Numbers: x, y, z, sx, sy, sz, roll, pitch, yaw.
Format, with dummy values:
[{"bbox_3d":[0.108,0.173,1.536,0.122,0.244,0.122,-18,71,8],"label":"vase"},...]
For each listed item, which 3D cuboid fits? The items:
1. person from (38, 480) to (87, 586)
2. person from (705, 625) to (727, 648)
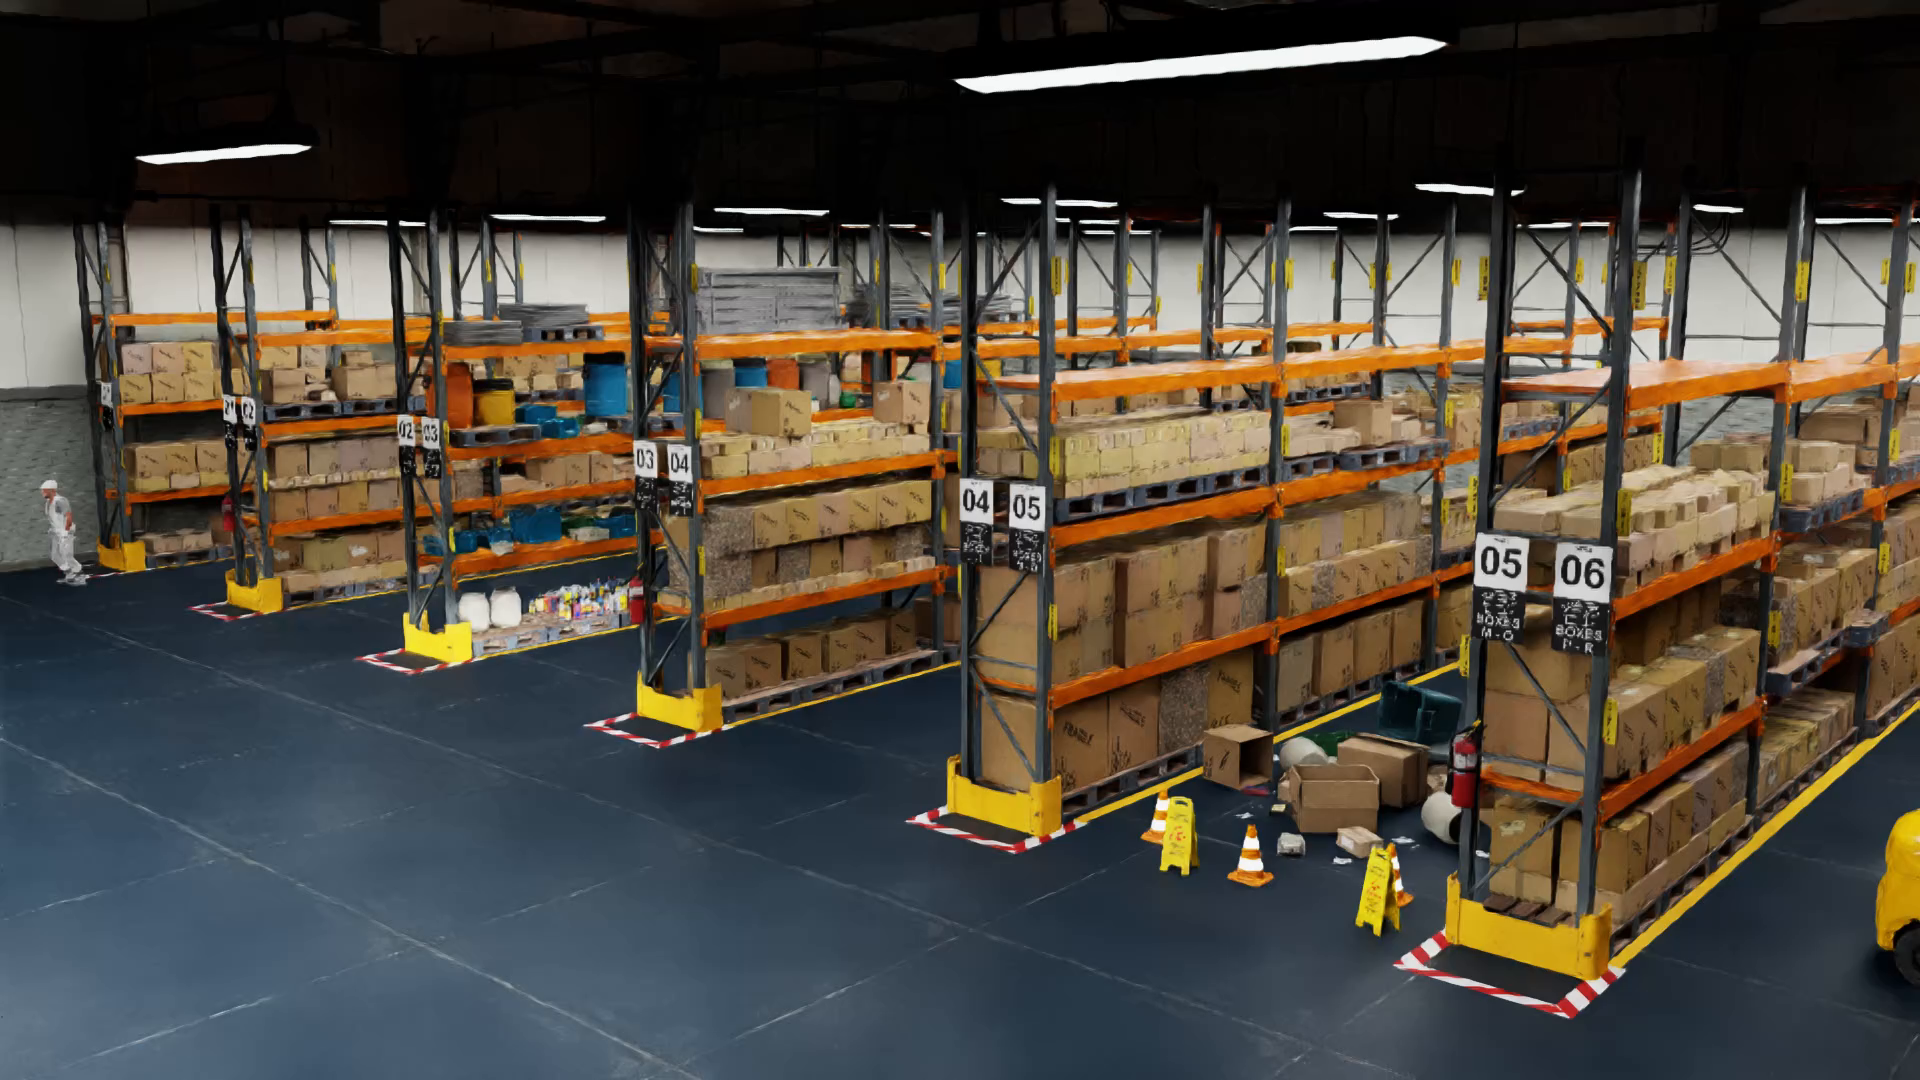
[{"bbox_3d":[-14.463,-0.114,26.752,0.663,1.741,0.552,8,12,40],"label":"person"},{"bbox_3d":[-3.119,0.549,20.893,0.646,1.773,0.552,-4,10,-21],"label":"person"}]
